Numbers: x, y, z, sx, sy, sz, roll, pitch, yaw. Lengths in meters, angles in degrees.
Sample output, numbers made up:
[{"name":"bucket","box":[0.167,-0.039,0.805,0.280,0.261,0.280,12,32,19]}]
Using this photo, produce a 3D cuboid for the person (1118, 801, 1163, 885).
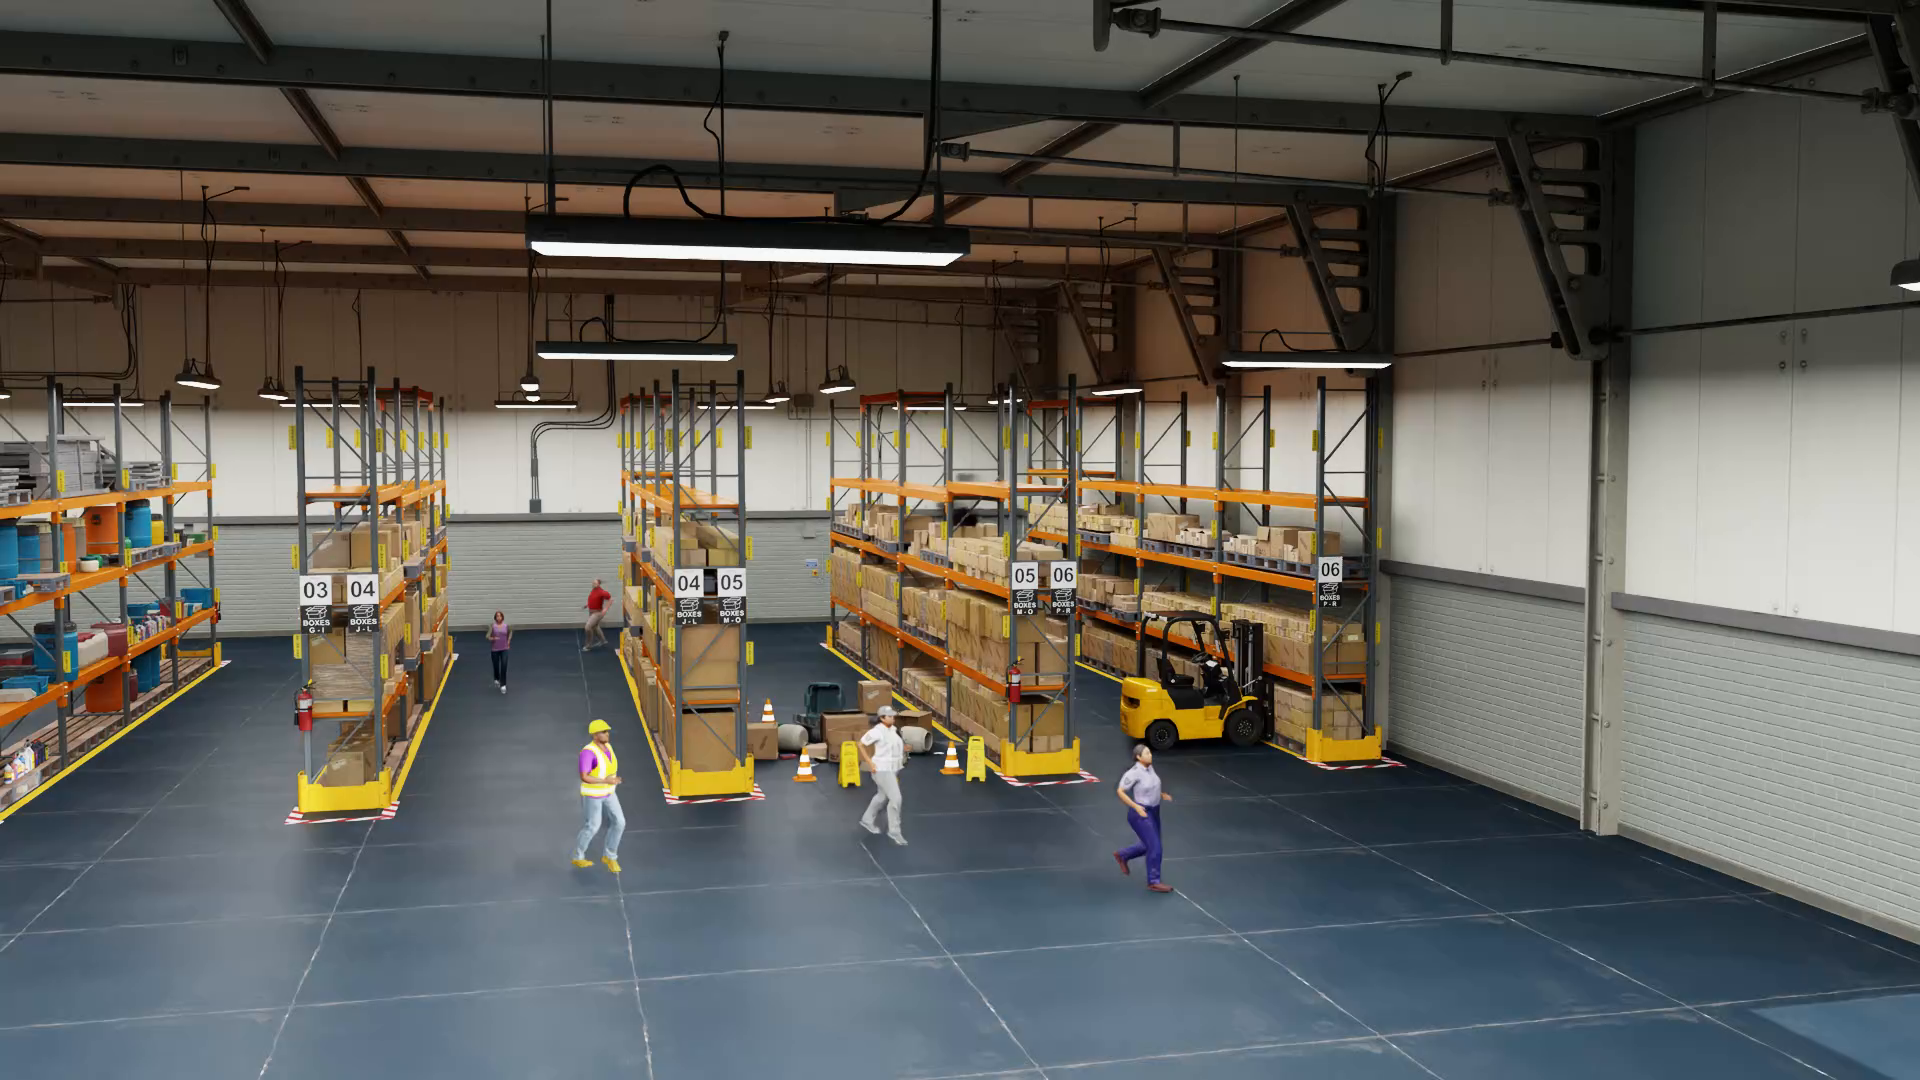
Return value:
[{"name":"person","box":[2.012,3.364,18.633,0.642,0.933,0.418,2,4,34]}]

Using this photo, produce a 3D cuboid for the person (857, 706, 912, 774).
[{"name":"person","box":[-0.885,2.480,20.759,0.630,0.823,0.580,2,4,24]}]

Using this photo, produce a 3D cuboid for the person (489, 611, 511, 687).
[{"name":"person","box":[-9.169,2.158,33.099,0.504,1.482,0.725,-1,4,-20]}]

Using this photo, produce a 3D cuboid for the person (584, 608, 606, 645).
[{"name":"person","box":[-8.701,2.026,39.754,0.686,0.942,0.511,-3,4,-40]}]

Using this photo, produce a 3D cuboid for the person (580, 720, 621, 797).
[{"name":"person","box":[-4.122,2.518,19.212,0.653,0.891,0.726,2,4,25]}]
